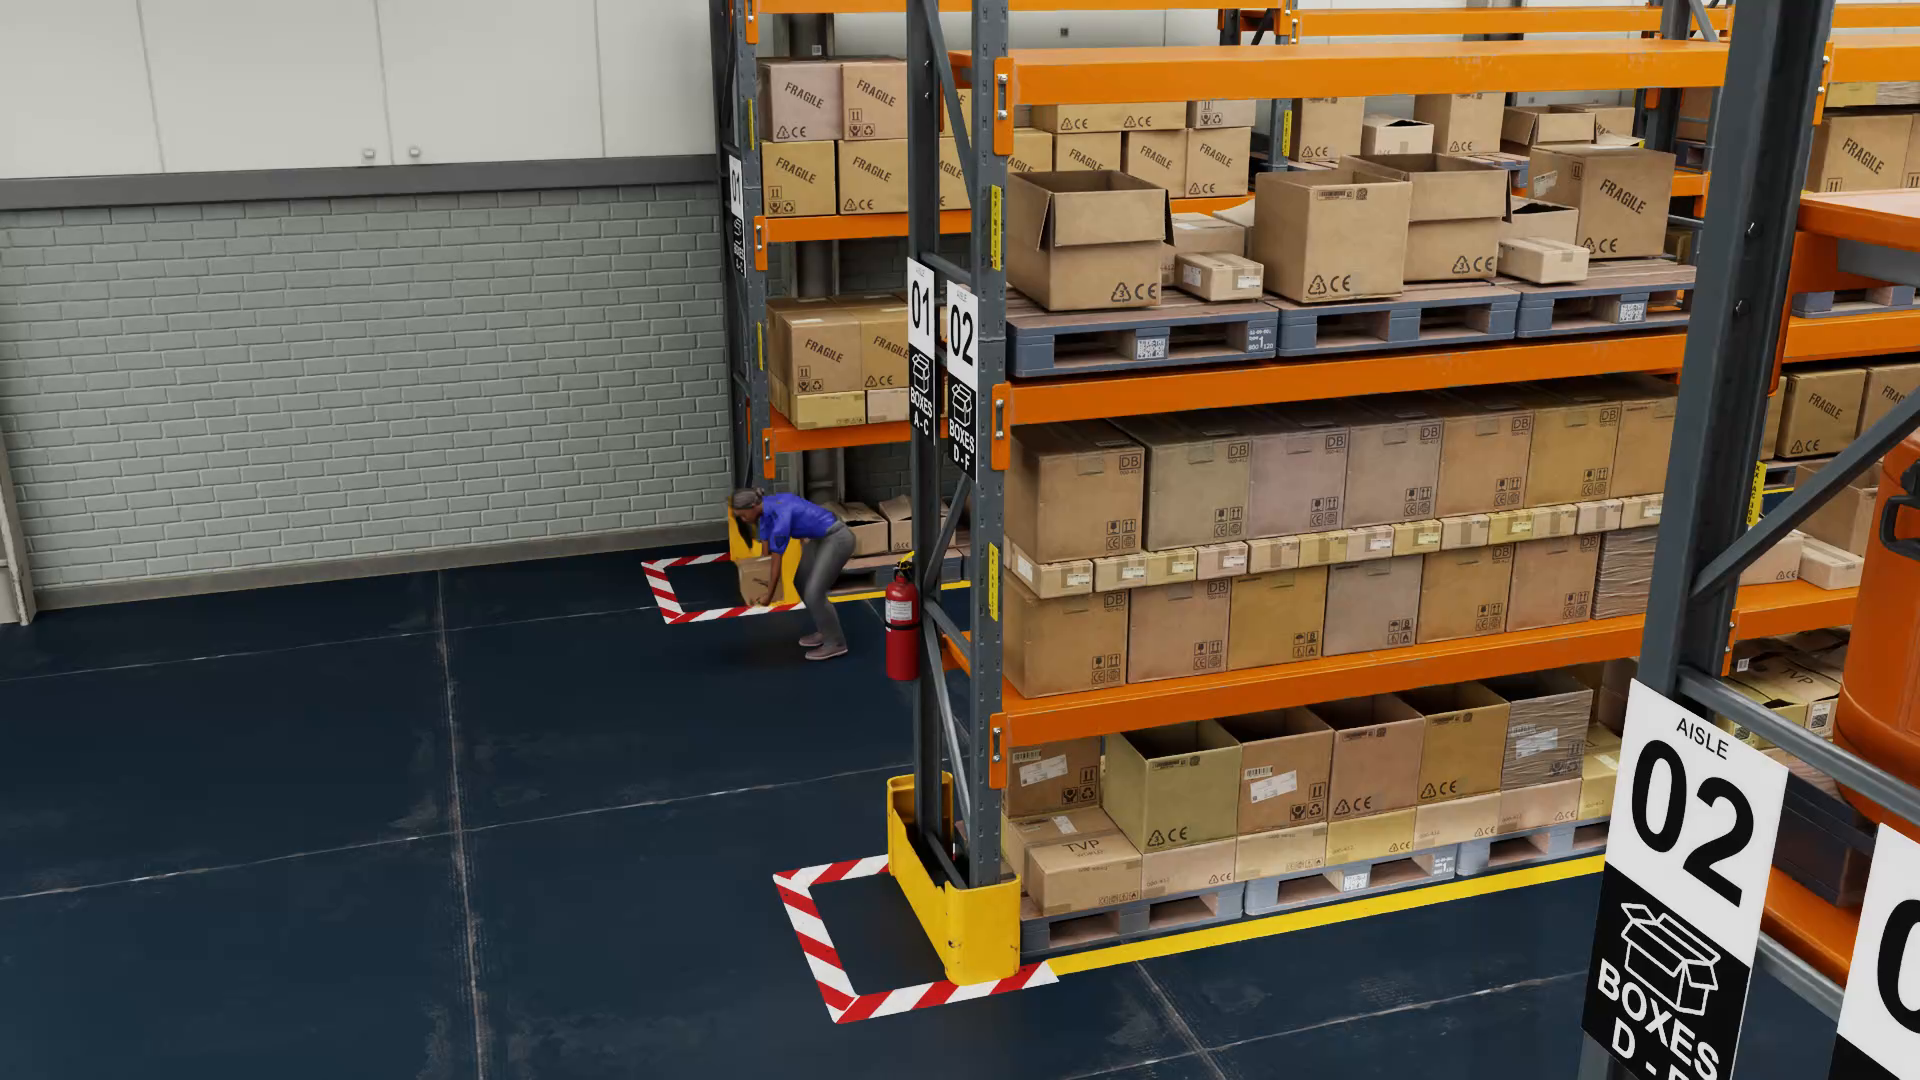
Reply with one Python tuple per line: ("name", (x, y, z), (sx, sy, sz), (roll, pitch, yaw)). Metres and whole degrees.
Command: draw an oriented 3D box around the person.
("person", (-1.110, 0.199, 11.176), (0.825, 1.221, 0.428), (-6, 20, -17))
